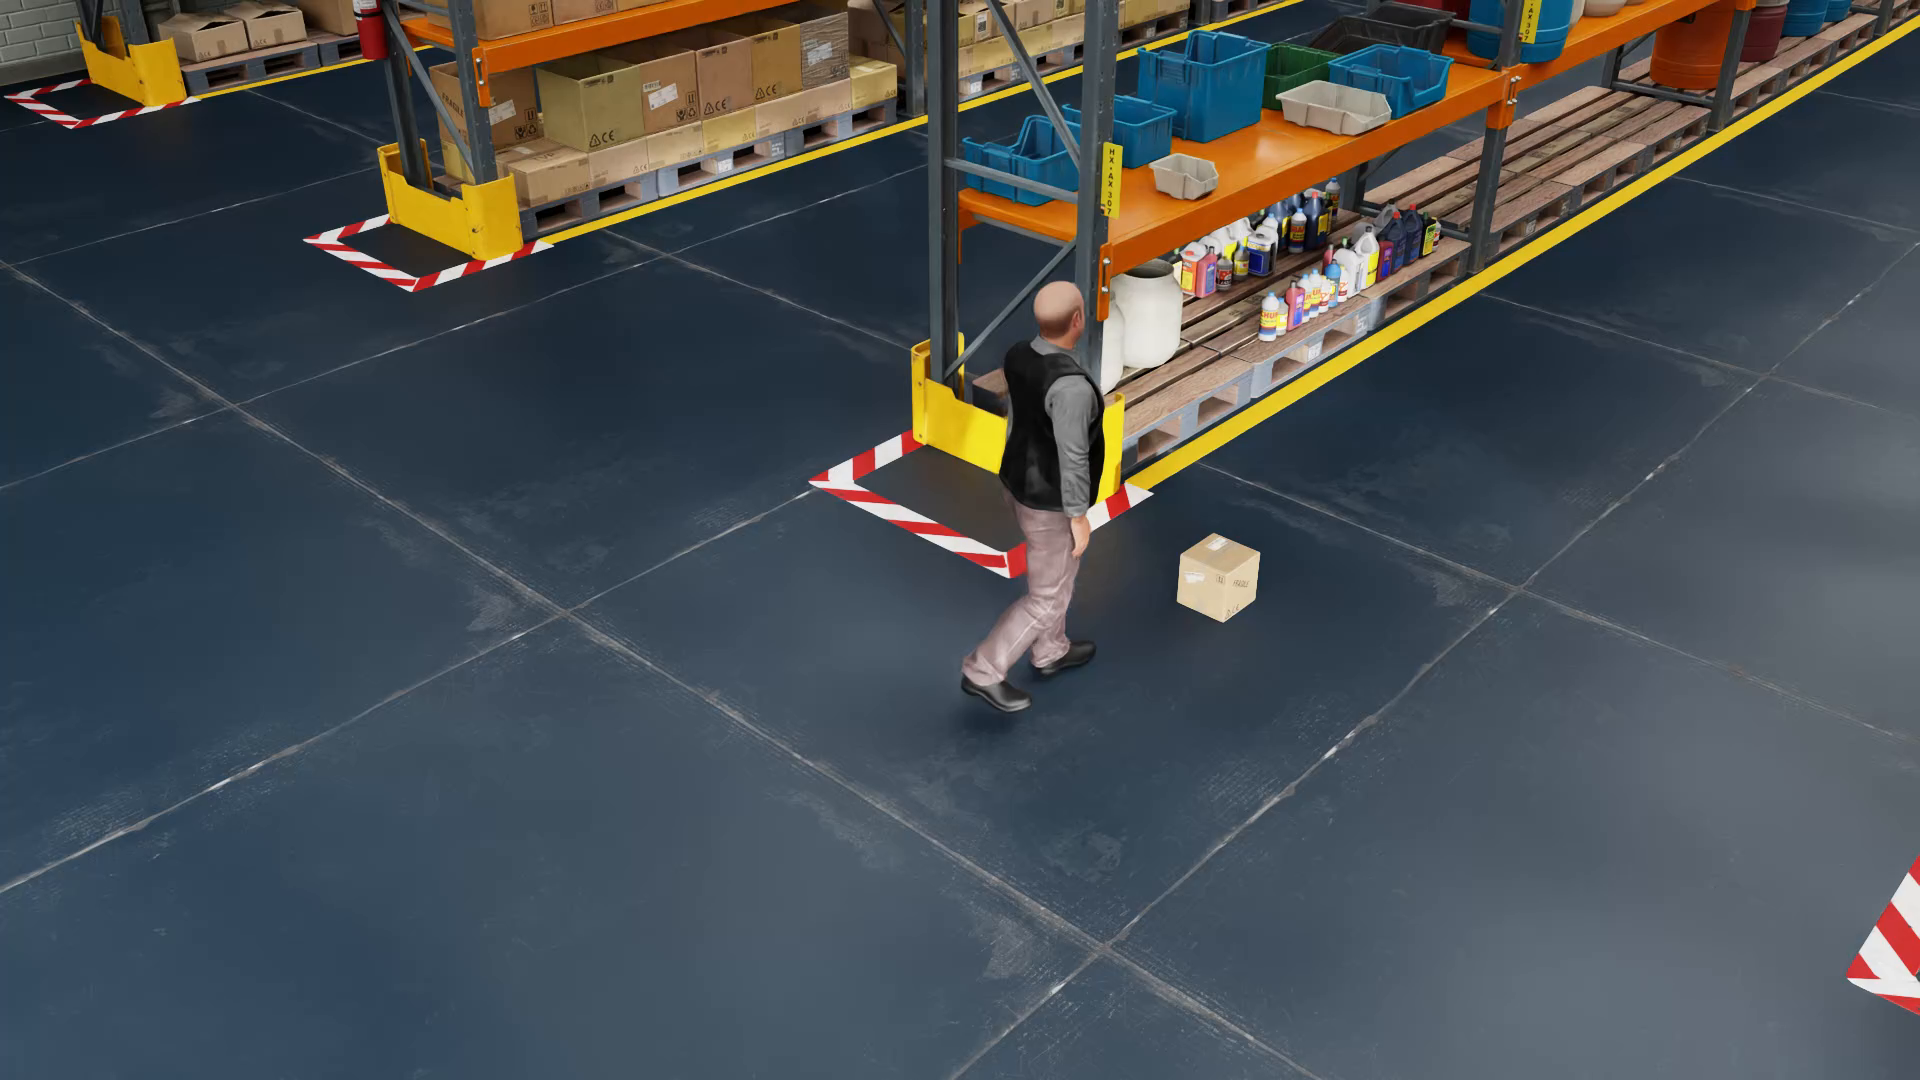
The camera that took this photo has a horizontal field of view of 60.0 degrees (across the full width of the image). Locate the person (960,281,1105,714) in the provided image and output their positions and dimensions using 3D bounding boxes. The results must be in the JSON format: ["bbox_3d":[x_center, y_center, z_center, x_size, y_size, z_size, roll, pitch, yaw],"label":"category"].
[{"bbox_3d":[0.290,-0.152,6.400,0.670,1.719,0.558,-10,33,-16],"label":"person"}]
